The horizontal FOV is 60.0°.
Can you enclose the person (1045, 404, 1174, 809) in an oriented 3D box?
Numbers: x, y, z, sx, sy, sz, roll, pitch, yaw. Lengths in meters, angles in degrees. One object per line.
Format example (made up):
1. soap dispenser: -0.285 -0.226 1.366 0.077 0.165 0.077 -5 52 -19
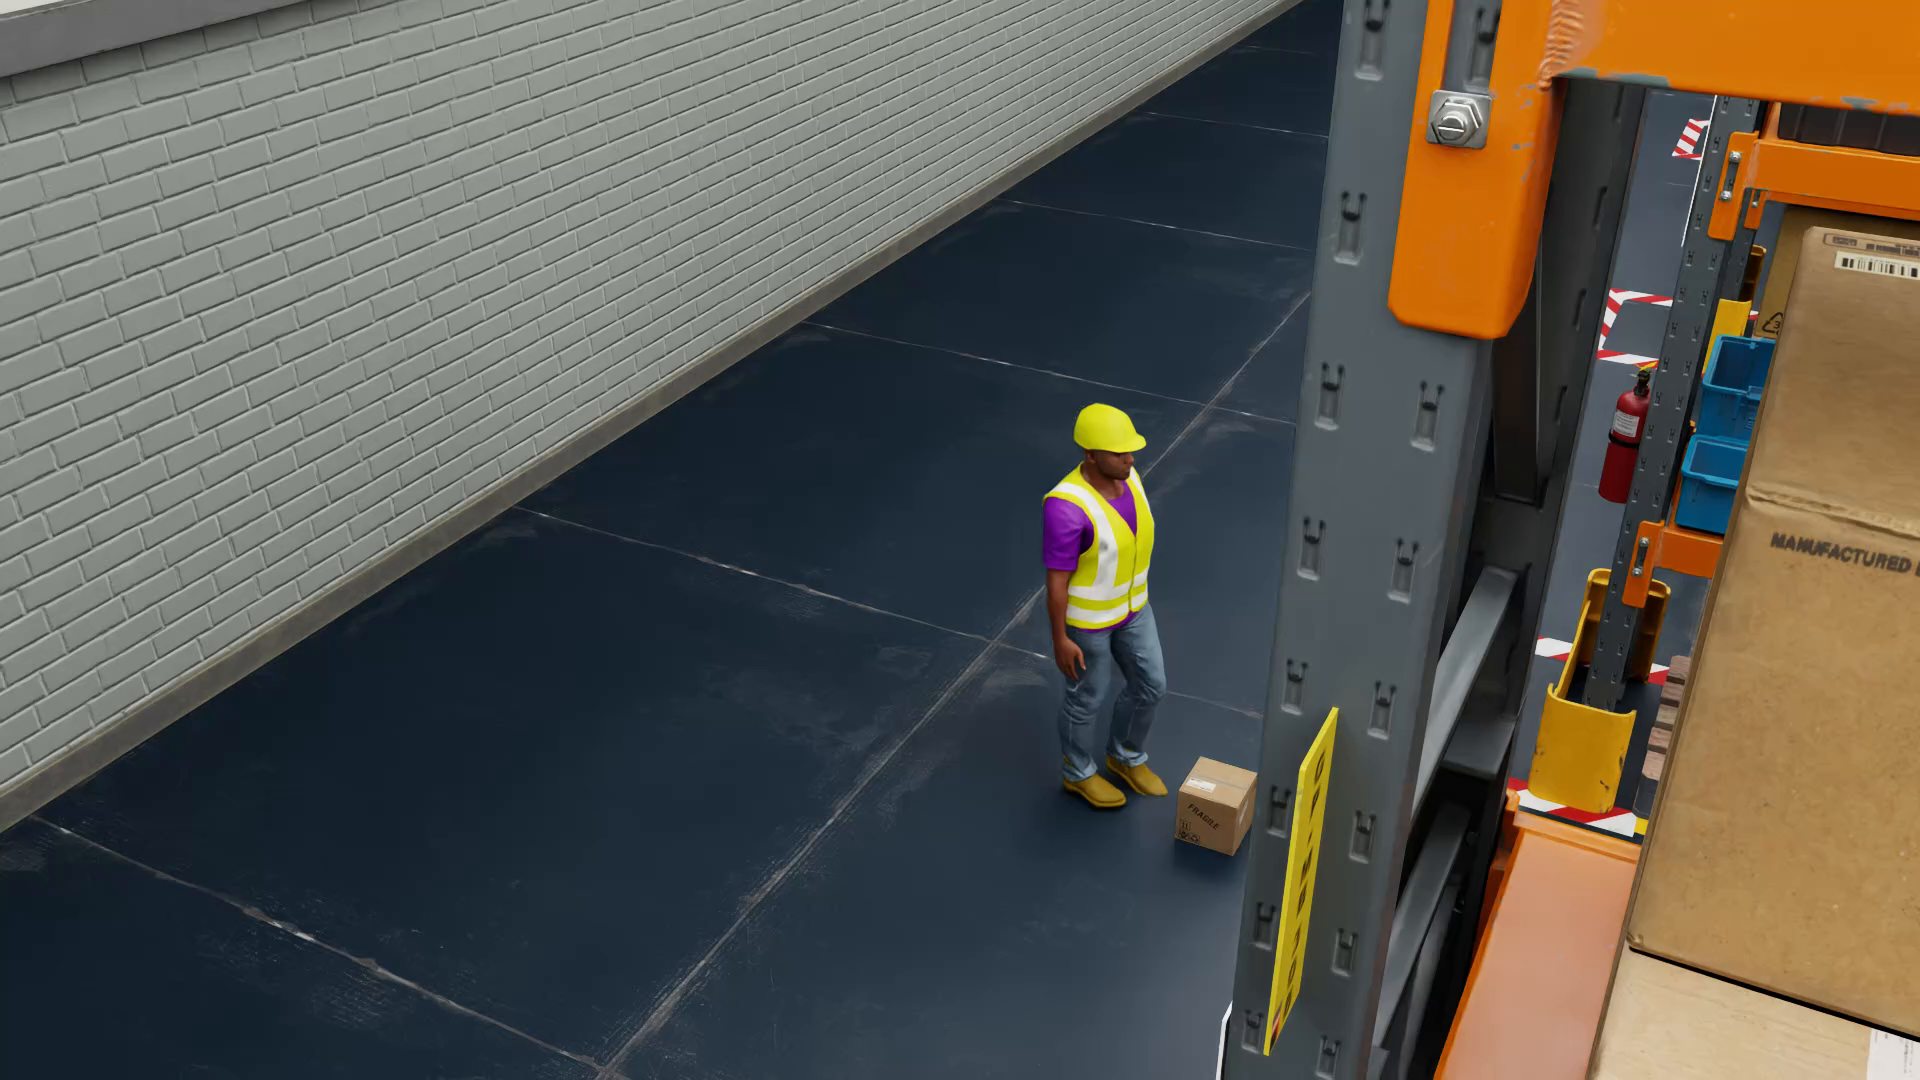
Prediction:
1. person: 0.597 0.322 6.567 0.476 1.814 0.591 24 38 35
